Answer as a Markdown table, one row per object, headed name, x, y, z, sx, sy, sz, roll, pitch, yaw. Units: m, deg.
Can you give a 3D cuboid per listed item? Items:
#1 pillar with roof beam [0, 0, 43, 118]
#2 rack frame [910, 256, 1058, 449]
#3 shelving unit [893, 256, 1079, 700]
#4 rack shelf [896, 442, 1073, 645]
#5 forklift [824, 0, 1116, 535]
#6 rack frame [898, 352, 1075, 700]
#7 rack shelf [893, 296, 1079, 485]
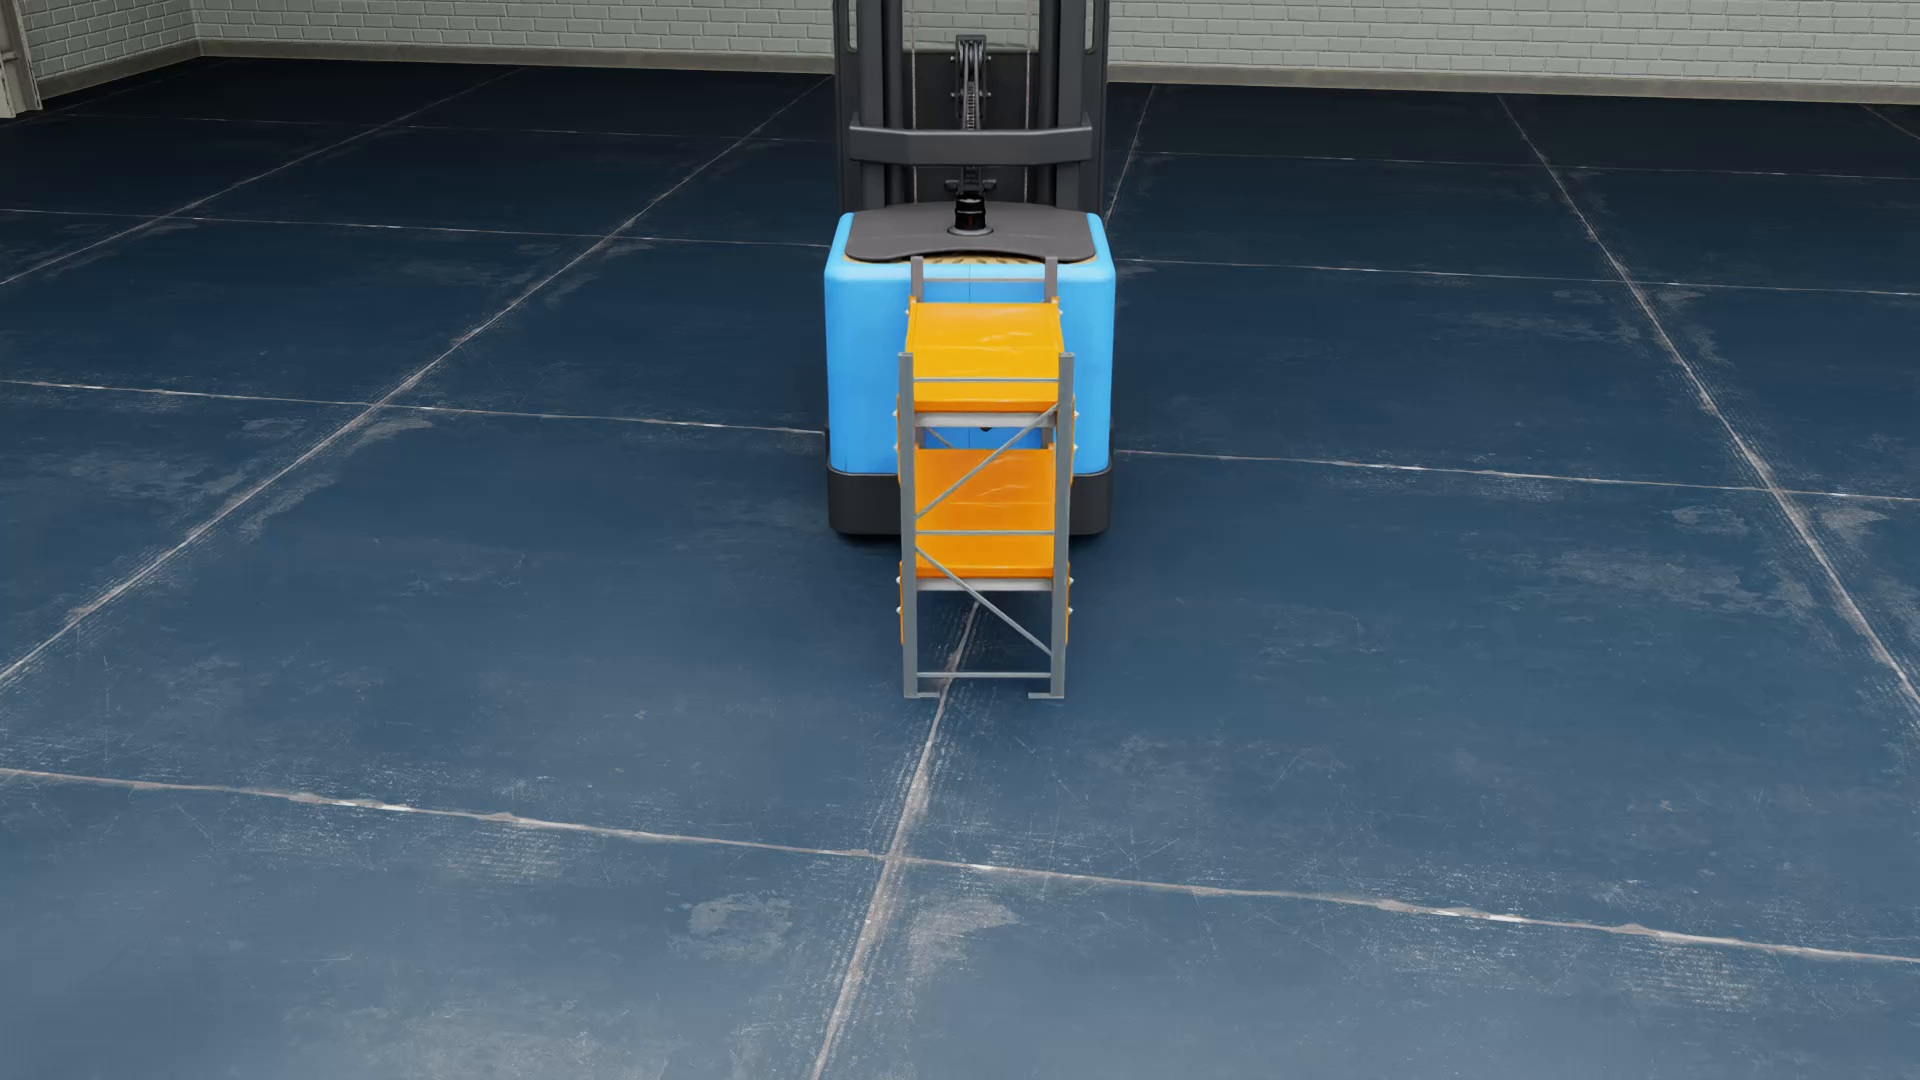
| name | x | y | z | sx | sy | sz | roll | pitch | yaw |
| --- | --- | --- | --- | --- | --- | --- | --- | --- | --- |
| pillar with roof beam | -3.660 | -7.339 | 11.313 | 9.100 | 9.000 | 0.400 | 4 | 25 | 9 |
| rack frame | 0.082 | -0.450 | 5.884 | 0.500 | 1.125 | 0.032 | 0 | 25 | 0 |
| shelving unit | 0.078 | -0.234 | 5.424 | 0.538 | 1.125 | 1.048 | 0 | 25 | 0 |
| rack shelf | 0.078 | -0.013 | 5.528 | 0.538 | 0.278 | 1.000 | 0 | 25 | 0 |
| forklift | 0.045 | -1.923 | 6.901 | 1.130 | 2.935 | 3.031 | 0 | 25 | 0 |
| rack frame | 0.075 | -0.019 | 4.963 | 0.500 | 1.125 | 0.032 | 0 | 25 | 0 |
| rack shelf | 0.078 | -0.499 | 5.300 | 0.538 | 0.278 | 1.000 | 0 | 25 | 0 |
